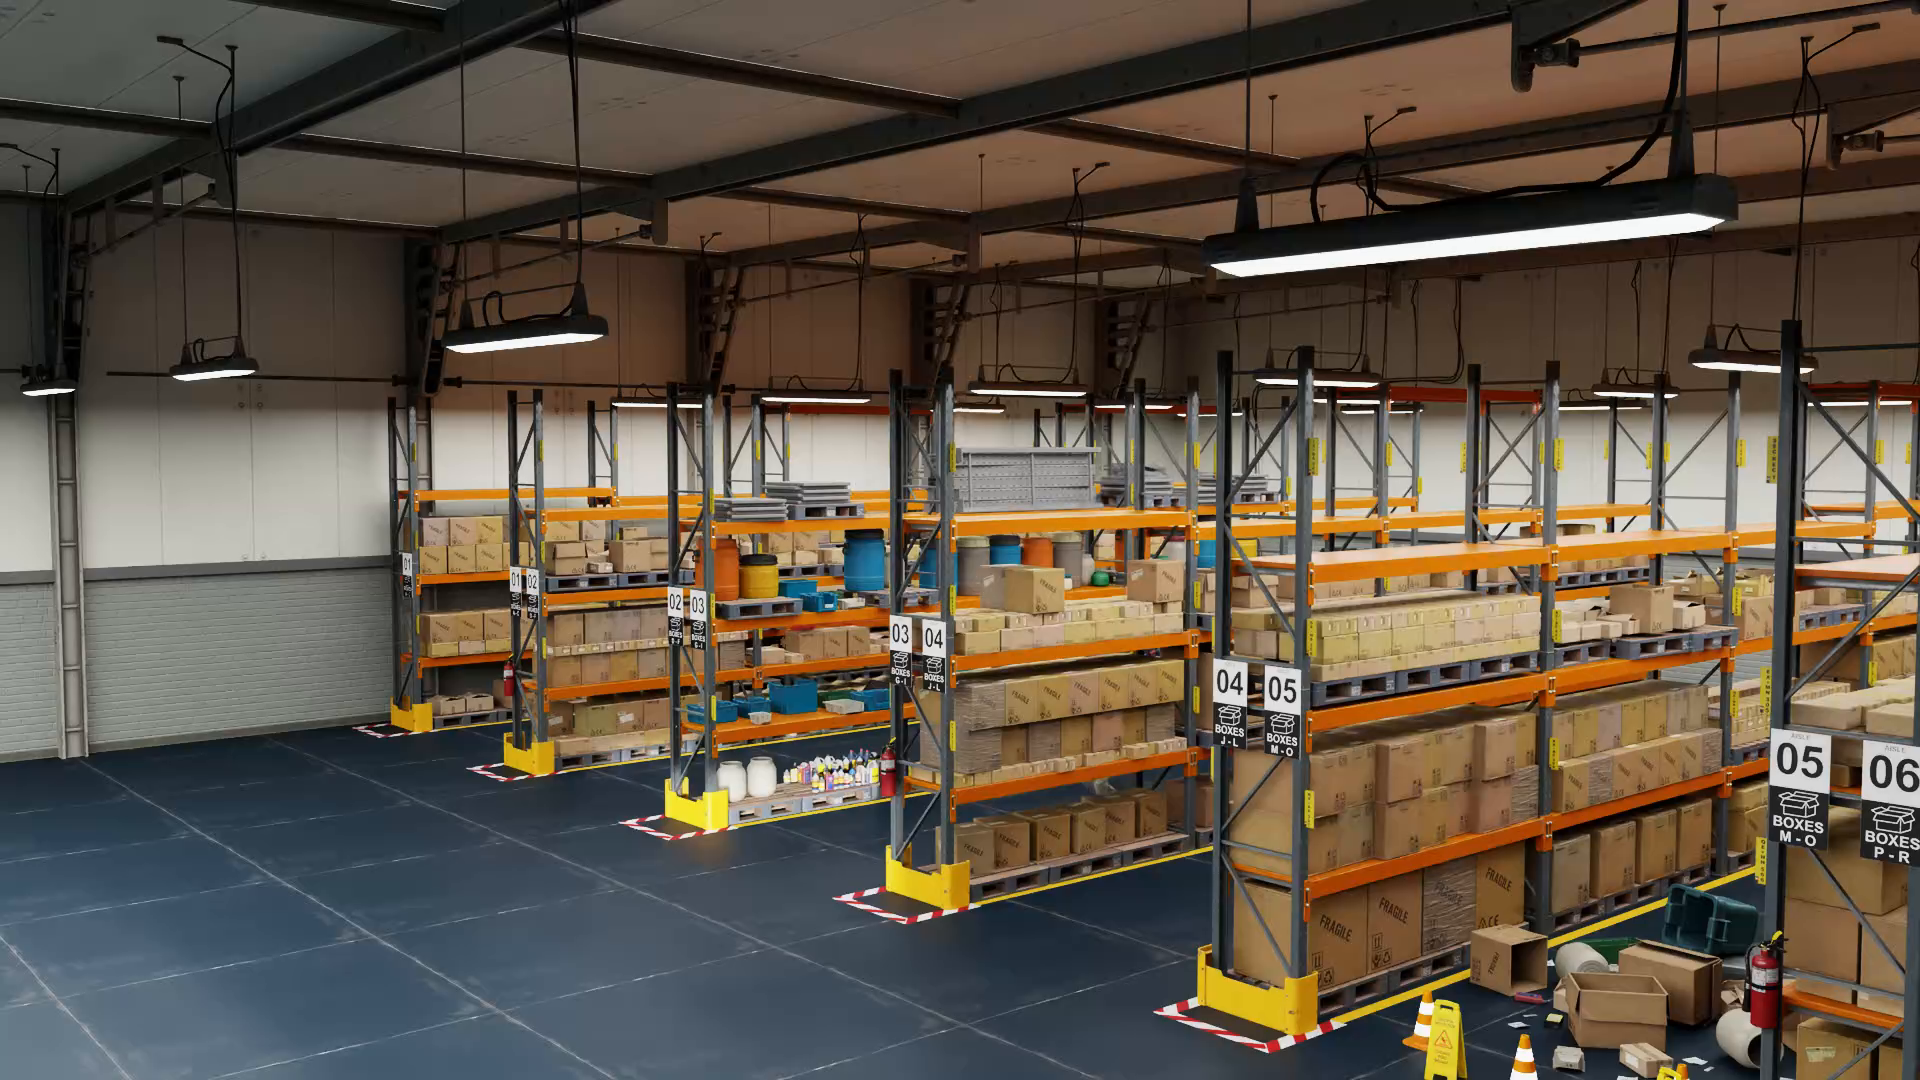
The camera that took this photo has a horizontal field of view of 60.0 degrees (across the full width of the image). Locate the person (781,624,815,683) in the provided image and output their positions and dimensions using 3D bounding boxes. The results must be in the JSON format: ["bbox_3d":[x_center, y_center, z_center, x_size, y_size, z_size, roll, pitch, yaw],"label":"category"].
[{"bbox_3d":[-3.125,2.172,32.113,0.659,1.718,0.580,3,4,41],"label":"person"}]

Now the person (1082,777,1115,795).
[{"bbox_3d":[1.960,2.967,22.874,0.660,1.713,0.708,-3,5,-44],"label":"person"}]
